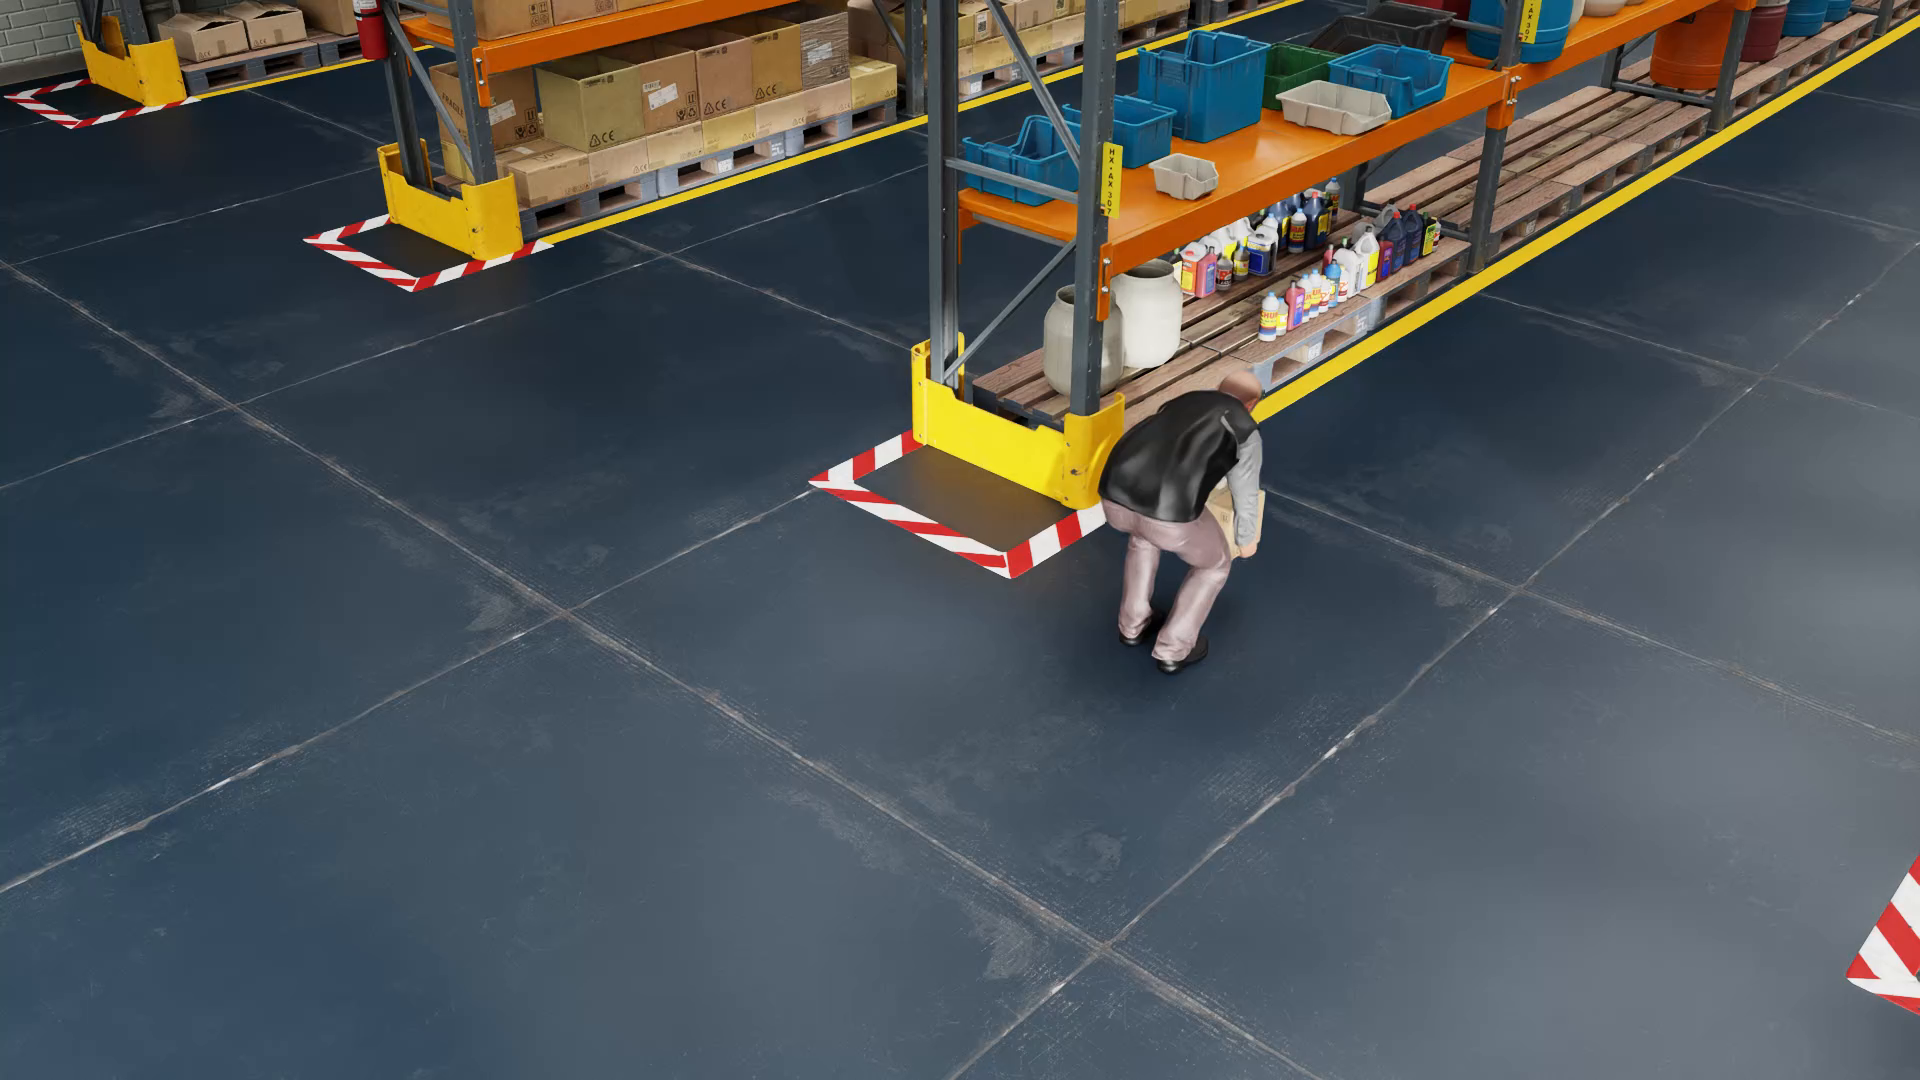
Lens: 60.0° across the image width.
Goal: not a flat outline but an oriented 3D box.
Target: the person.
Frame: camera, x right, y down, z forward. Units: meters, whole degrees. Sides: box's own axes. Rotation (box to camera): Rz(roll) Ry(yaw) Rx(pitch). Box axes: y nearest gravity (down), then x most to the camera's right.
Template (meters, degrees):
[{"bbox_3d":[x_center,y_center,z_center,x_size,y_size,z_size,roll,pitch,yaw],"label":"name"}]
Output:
[{"bbox_3d":[0.949,-0.083,6.904,0.493,1.094,0.947,23,38,33],"label":"person"}]
